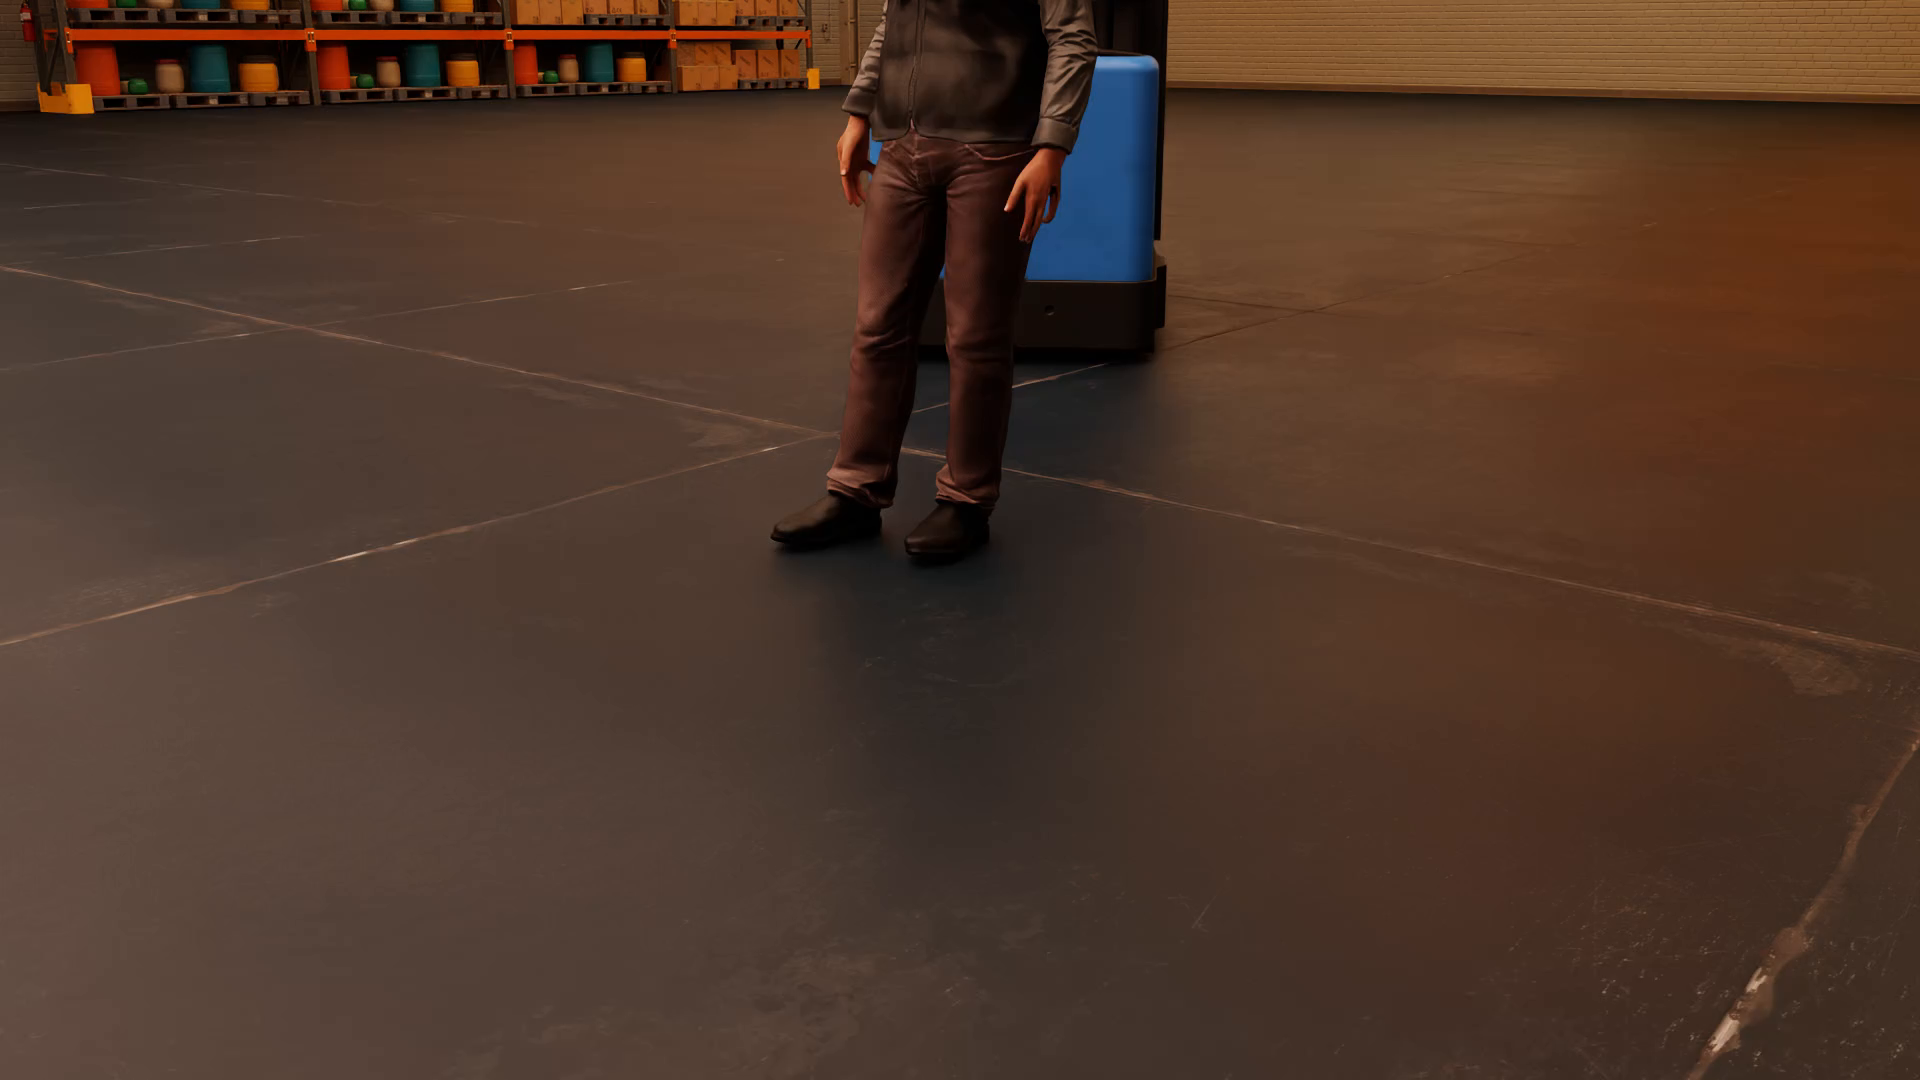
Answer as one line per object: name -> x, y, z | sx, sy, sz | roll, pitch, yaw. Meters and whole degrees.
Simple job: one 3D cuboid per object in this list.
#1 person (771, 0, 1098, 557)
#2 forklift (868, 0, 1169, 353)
person -> -0.046, -0.818, 3.649 | 0.632, 1.720, 0.568 | 13, 21, 37
forklift -> 0.340, -2.463, 7.010 | 1.130, 2.935, 3.031 | 2, 17, 6
